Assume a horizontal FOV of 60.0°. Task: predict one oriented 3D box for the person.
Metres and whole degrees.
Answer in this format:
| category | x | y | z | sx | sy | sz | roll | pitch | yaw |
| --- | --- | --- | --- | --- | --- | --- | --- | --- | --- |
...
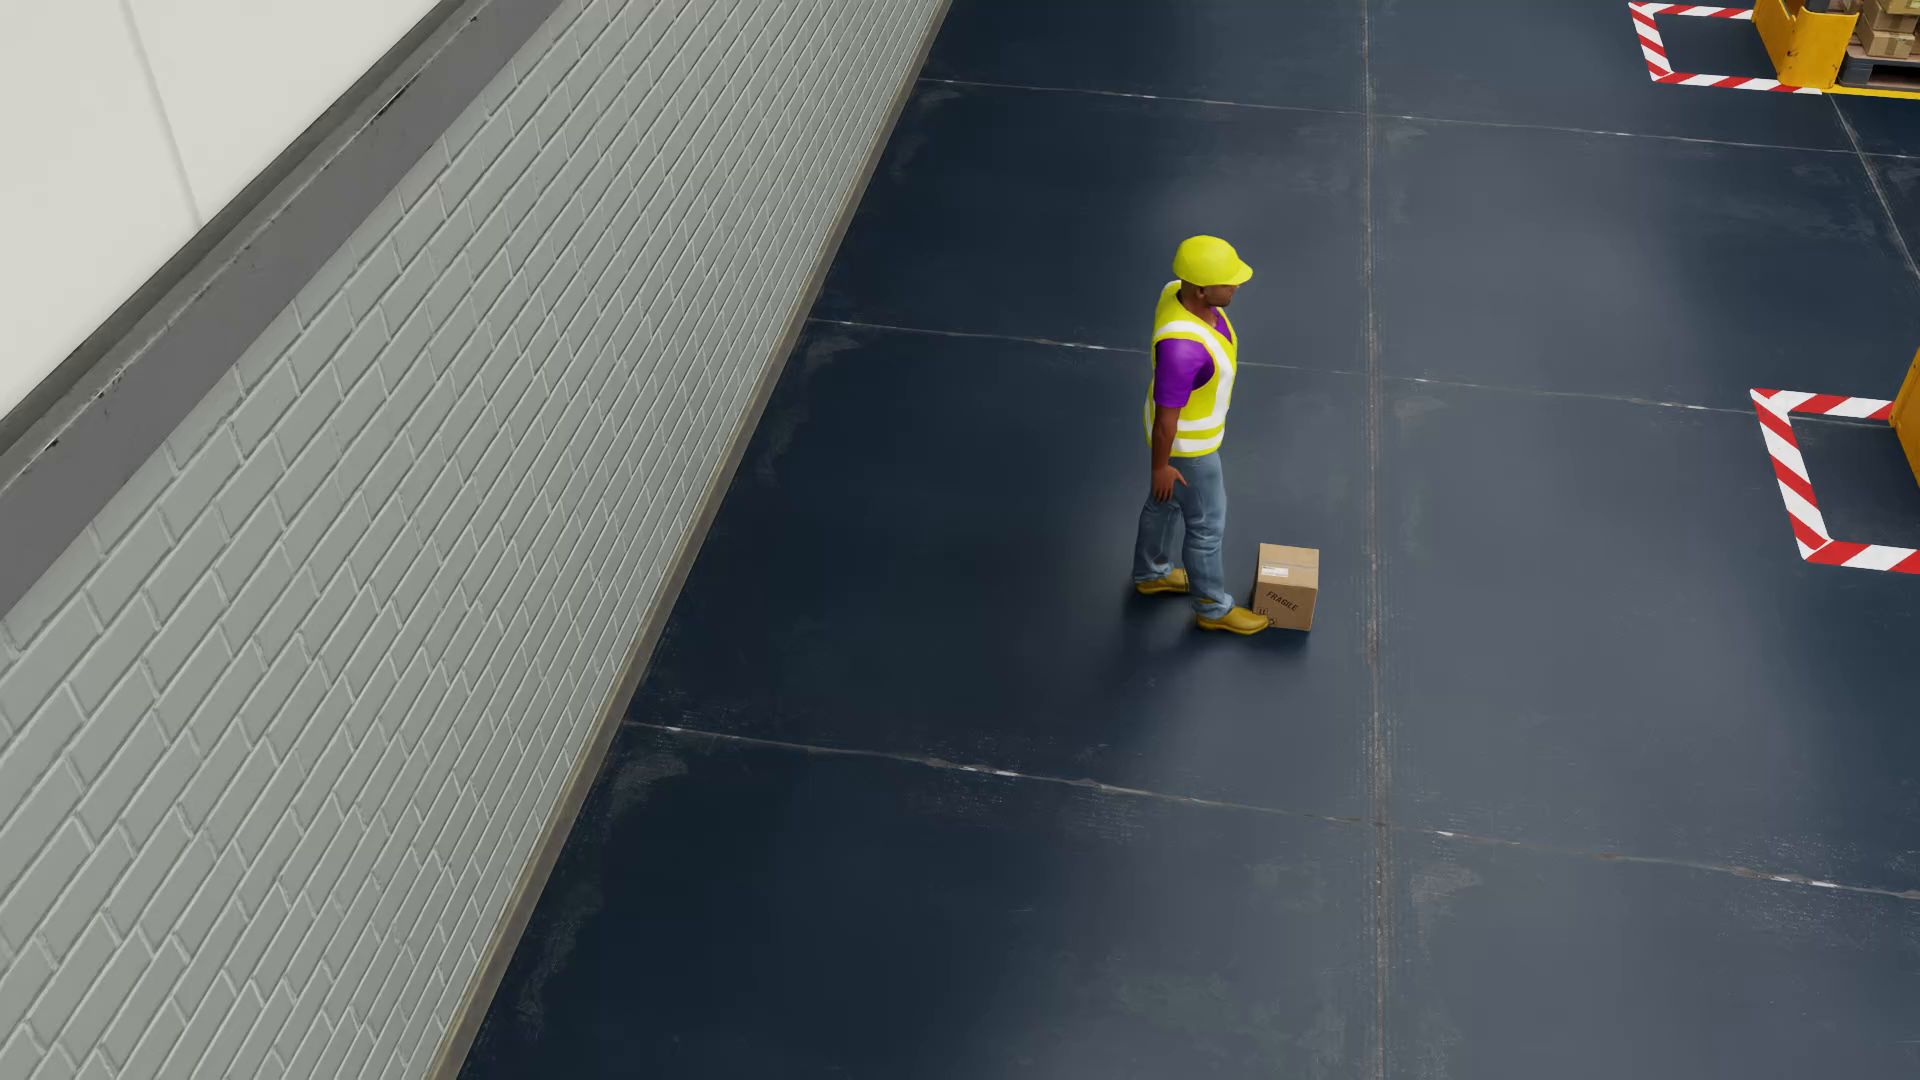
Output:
| category | x | y | z | sx | sy | sz | roll | pitch | yaw |
| --- | --- | --- | --- | --- | --- | --- | --- | --- | --- |
| person | 1.024 | -0.441 | 6.649 | 0.594 | 1.764 | 0.591 | 2 | 40 | 2 |
